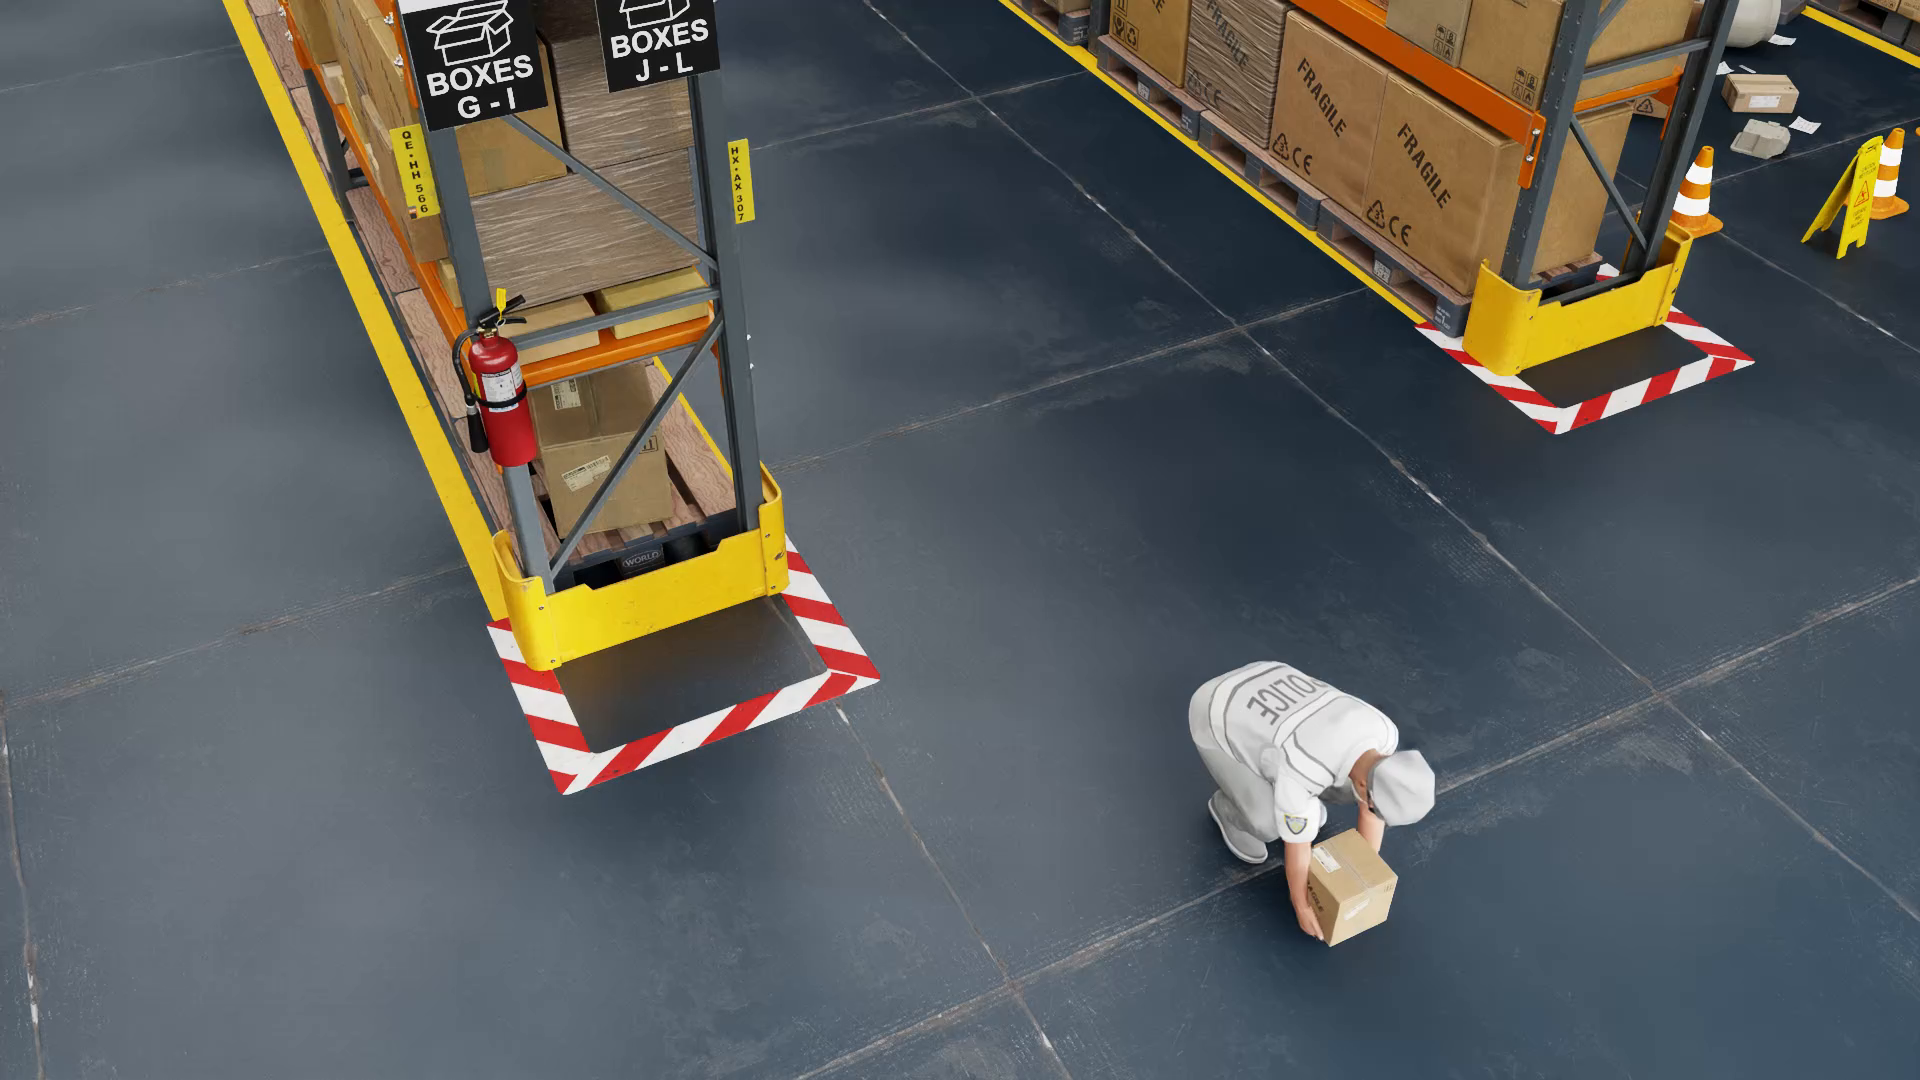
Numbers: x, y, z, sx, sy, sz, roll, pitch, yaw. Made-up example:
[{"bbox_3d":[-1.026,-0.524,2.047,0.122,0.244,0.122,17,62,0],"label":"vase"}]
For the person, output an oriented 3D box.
[{"bbox_3d":[1.226,0.858,5.935,0.539,0.894,0.986,-19,45,-21],"label":"person"}]
